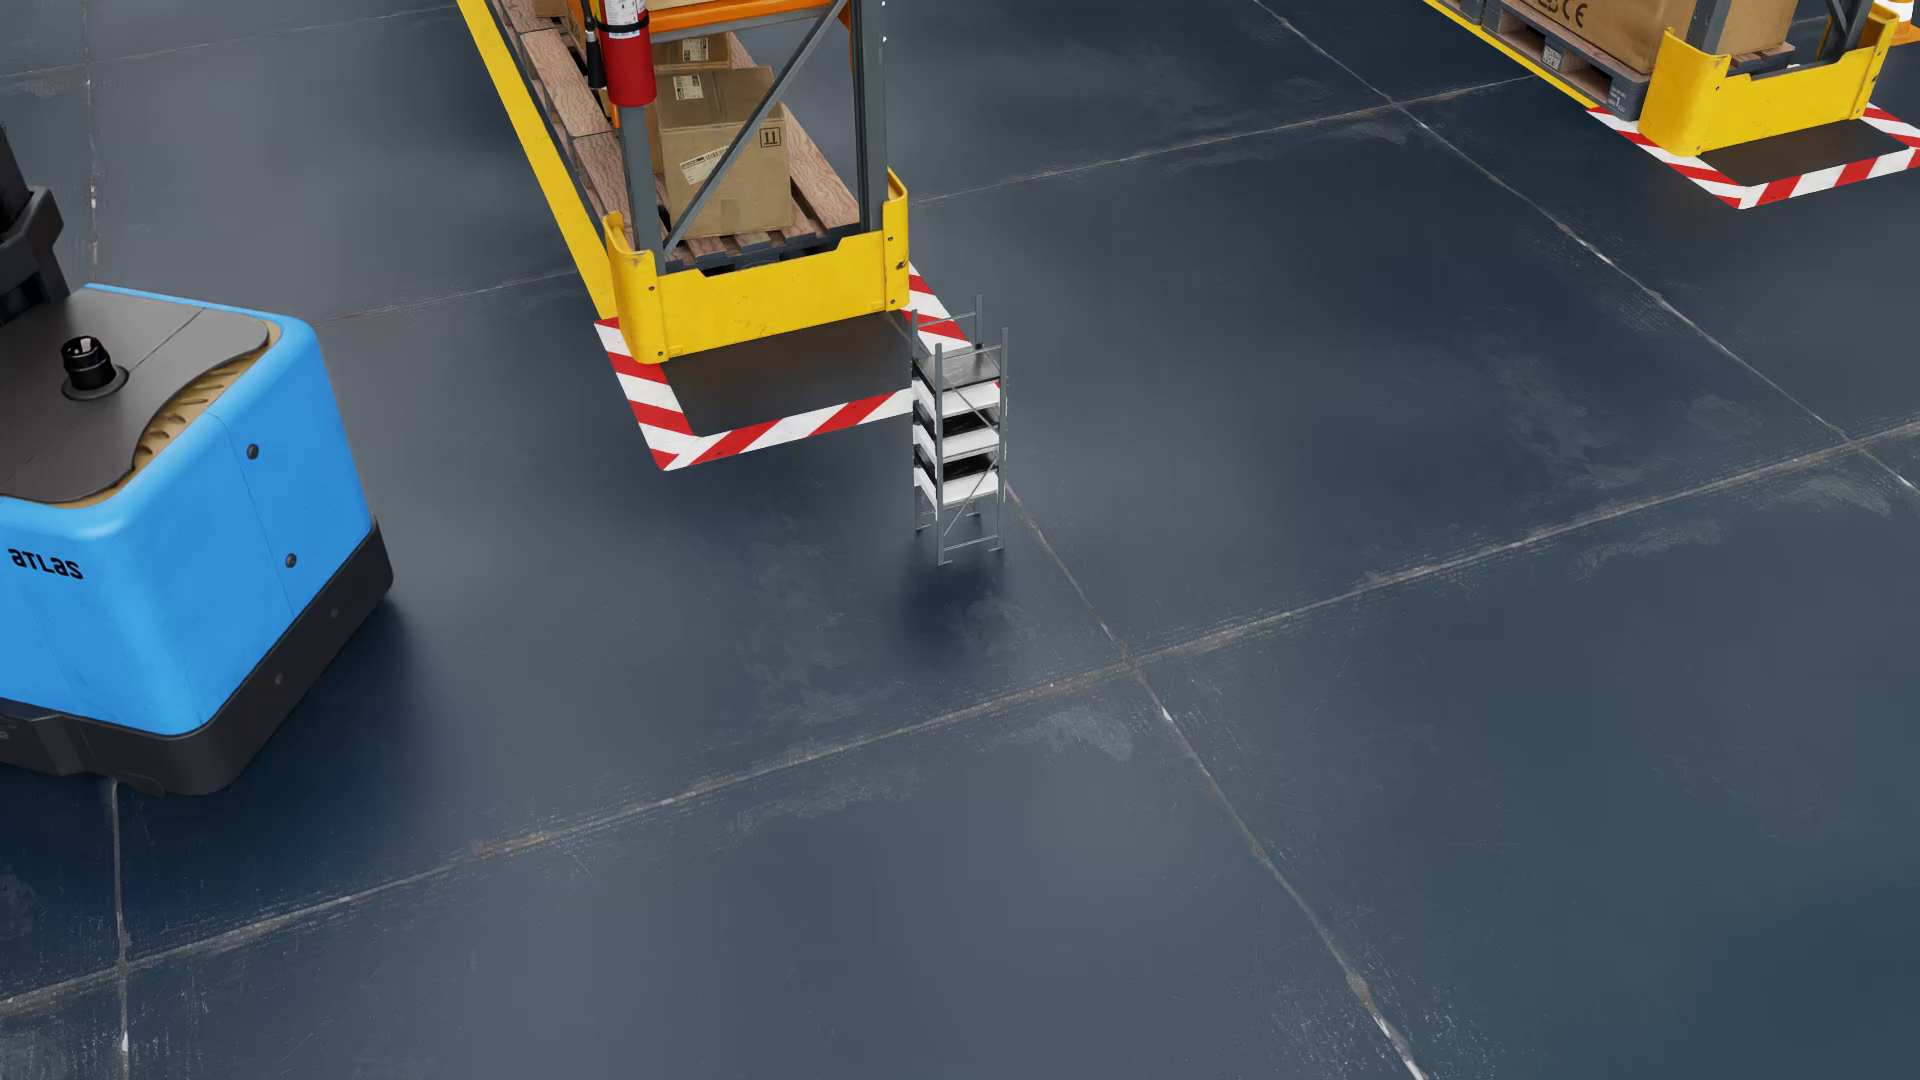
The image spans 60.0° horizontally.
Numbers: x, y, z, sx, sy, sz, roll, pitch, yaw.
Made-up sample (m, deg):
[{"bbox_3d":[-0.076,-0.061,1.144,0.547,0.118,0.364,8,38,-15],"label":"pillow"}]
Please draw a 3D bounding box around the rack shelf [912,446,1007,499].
[{"bbox_3d":[-0.003,-0.253,5.543,0.258,0.077,0.200,-15,43,-17],"label":"rack shelf"}]

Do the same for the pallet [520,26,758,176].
[{"bbox_3d":[-1.535,-2.241,8.194,1.003,0.211,1.213,-15,43,-17],"label":"pallet"}]

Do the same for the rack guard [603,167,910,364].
[{"bbox_3d":[-0.794,-1.119,6.667,1.175,0.500,0.348,-15,43,-17],"label":"rack guard"}]

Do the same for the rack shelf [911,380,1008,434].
[{"bbox_3d":[-0.003,-0.457,5.367,0.258,0.077,0.200,-15,43,-17],"label":"rack shelf"}]

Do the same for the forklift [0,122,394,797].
[{"bbox_3d":[-3.443,-0.902,4.551,3.031,2.935,1.130,10,42,12],"label":"forklift"}]

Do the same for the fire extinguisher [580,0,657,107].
[{"bbox_3d":[-1.147,-1.807,5.611,0.296,0.674,0.183,-15,43,-17],"label":"fire extinguisher"}]

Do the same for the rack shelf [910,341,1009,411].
[{"bbox_3d":[-0.003,-0.526,5.308,0.258,0.077,0.200,-15,43,-17],"label":"rack shelf"}]

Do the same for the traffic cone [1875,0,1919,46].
[{"bbox_3d":[4.965,-2.909,8.778,0.336,0.463,0.334,-15,43,-17],"label":"traffic cone"}]

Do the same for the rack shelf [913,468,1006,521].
[{"bbox_3d":[-0.003,-0.184,5.601,0.258,0.077,0.200,-15,43,-17],"label":"rack shelf"}]

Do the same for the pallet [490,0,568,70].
[{"bbox_3d":[-2.006,-2.977,9.050,1.003,0.211,1.213,-15,43,-17],"label":"pallet"}]

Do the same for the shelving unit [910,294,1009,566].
[{"bbox_3d":[-0.003,-0.346,5.462,0.258,0.900,0.210,-15,43,-17],"label":"shelving unit"}]

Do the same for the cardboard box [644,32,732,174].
[{"bbox_3d":[-1.249,-1.964,7.328,0.500,0.500,0.500,-5,41,-6],"label":"cardboard box"}]

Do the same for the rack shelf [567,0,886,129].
[{"bbox_3d":[-1.530,-2.953,7.435,1.077,0.370,4.000,-15,43,-17],"label":"rack shelf"}]

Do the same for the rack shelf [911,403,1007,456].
[{"bbox_3d":[-0.003,-0.389,5.425,0.258,0.077,0.200,-15,43,-17],"label":"rack shelf"}]

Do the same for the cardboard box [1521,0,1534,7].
[{"bbox_3d":[3.197,-3.472,8.795,0.875,0.875,0.875,-16,43,-18],"label":"cardboard box"}]

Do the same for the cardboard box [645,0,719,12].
[{"bbox_3d":[-1.065,-2.046,6.021,0.380,0.149,0.250,-15,43,-17],"label":"cardboard box"}]

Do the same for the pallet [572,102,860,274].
[{"bbox_3d":[-1.072,-1.507,7.341,1.003,0.211,1.213,-15,43,-17],"label":"pallet"}]

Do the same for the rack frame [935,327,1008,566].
[{"bbox_3d":[0.036,-0.285,5.391,0.240,0.900,0.006,-15,43,-17],"label":"rack frame"}]

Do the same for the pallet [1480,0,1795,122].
[{"bbox_3d":[3.478,-2.602,8.614,1.003,0.211,1.213,-15,43,-17],"label":"pallet"}]

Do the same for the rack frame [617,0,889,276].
[{"bbox_3d":[-0.765,-2.021,5.799,1.000,3.000,0.127,-15,43,-17],"label":"rack frame"}]

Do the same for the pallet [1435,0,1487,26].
[{"bbox_3d":[3.015,-3.336,9.467,1.003,0.211,1.213,-15,43,-17],"label":"pallet"}]

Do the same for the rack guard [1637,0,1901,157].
[{"bbox_3d":[3.865,-2.235,7.966,1.175,0.500,0.348,-15,43,-17],"label":"rack guard"}]

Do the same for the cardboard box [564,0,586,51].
[{"bbox_3d":[-1.643,-2.693,8.176,0.500,0.500,0.500,-19,44,-21],"label":"cardboard box"}]

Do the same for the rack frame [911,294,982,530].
[{"bbox_3d":[-0.042,-0.407,5.534,0.240,0.900,0.006,-15,43,-17],"label":"rack frame"}]

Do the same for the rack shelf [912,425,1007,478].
[{"bbox_3d":[-0.003,-0.321,5.484,0.258,0.077,0.200,-15,43,-17],"label":"rack shelf"}]

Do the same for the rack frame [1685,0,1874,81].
[{"bbox_3d":[3.856,-3.197,7.167,1.000,3.000,0.127,-15,43,-17],"label":"rack frame"}]

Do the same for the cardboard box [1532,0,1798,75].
[{"bbox_3d":[3.535,-2.943,8.179,0.875,0.875,0.875,-15,43,-17],"label":"cardboard box"}]

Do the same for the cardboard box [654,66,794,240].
[{"bbox_3d":[-0.989,-1.612,6.920,0.500,0.500,0.500,-8,41,-9],"label":"cardboard box"}]

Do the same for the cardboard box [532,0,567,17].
[{"bbox_3d":[-1.953,-3.048,8.589,0.500,0.500,0.500,-3,41,-3],"label":"cardboard box"}]

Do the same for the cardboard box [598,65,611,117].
[{"bbox_3d":[-1.471,-2.346,7.772,0.500,0.500,0.500,-11,42,-13],"label":"cardboard box"}]
